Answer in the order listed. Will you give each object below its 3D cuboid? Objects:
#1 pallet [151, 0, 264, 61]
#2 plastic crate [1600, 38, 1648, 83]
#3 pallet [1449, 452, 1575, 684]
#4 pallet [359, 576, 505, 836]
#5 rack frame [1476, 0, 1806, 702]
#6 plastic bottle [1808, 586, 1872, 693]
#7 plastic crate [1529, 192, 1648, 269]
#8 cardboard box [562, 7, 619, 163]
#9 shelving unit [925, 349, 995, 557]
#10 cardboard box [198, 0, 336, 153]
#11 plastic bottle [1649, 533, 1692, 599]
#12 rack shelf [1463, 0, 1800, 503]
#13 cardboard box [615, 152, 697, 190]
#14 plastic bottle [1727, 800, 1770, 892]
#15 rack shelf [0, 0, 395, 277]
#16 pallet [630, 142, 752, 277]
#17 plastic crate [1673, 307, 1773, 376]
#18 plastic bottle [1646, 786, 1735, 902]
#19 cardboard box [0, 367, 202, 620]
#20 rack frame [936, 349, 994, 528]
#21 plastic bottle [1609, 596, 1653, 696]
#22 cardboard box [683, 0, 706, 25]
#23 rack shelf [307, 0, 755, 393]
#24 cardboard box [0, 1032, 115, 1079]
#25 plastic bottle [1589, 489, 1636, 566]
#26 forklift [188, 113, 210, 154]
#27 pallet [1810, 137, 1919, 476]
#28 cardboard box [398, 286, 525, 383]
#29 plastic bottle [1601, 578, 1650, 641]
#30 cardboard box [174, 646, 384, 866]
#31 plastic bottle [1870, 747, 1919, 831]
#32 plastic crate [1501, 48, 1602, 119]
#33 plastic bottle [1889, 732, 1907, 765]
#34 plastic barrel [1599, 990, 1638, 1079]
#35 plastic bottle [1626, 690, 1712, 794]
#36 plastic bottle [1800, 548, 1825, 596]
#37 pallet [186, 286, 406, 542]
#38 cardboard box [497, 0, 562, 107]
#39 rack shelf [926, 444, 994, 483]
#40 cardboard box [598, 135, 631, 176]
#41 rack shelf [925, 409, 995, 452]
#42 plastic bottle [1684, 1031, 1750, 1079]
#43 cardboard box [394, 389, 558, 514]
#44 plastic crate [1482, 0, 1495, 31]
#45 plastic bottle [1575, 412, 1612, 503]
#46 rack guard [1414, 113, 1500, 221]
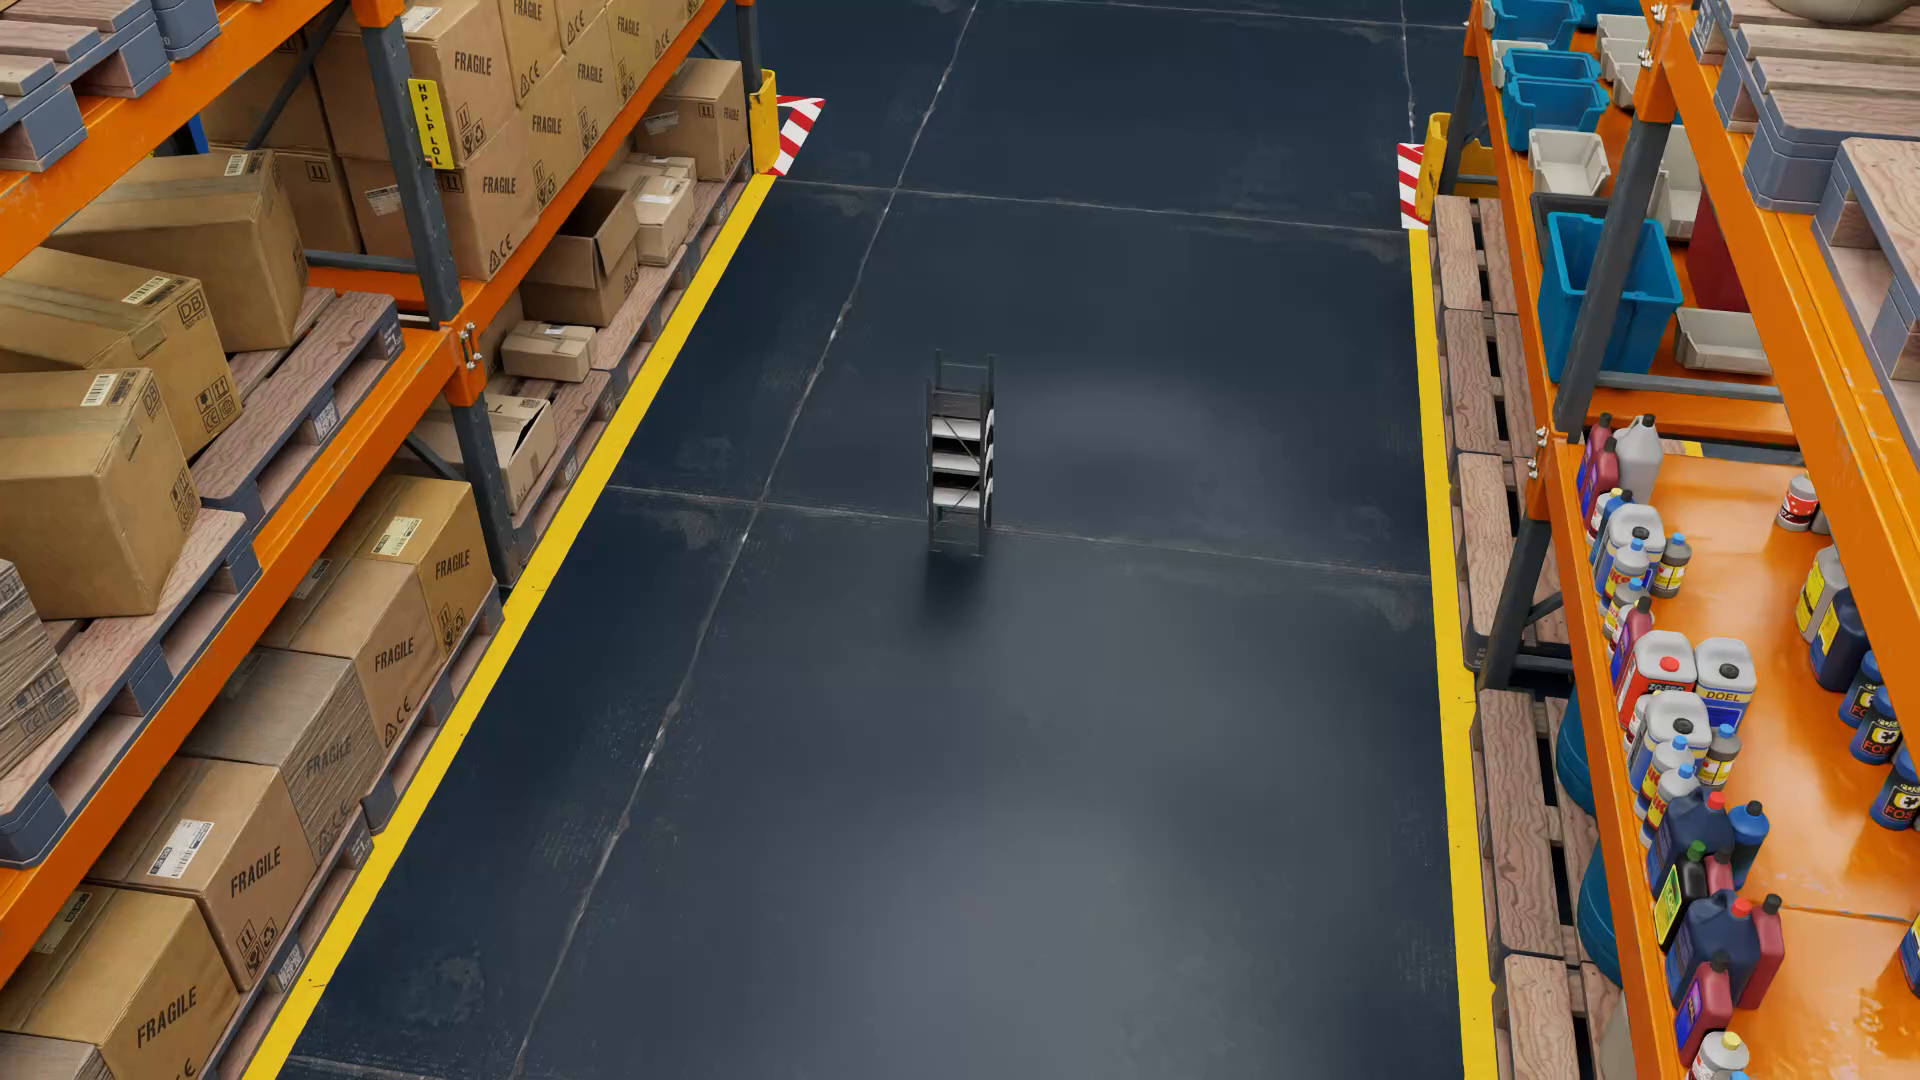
[{"bbox_3d":[-2.545,-1.719,4.769,1.213,0.211,1.003,6,40,8],"label":"pallet"},{"bbox_3d":[3.180,-2.209,7.727,0.396,0.136,0.243,6,40,8],"label":"plastic crate"},{"bbox_3d":[2.604,0.120,6.939,1.003,0.211,1.213,6,40,8],"label":"pallet"},{"bbox_3d":[-2.467,0.552,6.417,1.003,0.211,1.213,6,40,8],"label":"pallet"},{"bbox_3d":[2.515,-0.489,5.487,1.000,3.000,0.127,6,40,8],"label":"rack frame"},{"bbox_3d":[2.504,0.243,4.641,0.144,0.351,0.185,6,40,8],"label":"plastic bottle"},{"bbox_3d":[2.444,-1.138,6.441,0.437,0.125,0.590,6,40,8],"label":"plastic crate"},{"bbox_3d":[-1.832,-2.001,7.238,0.500,0.500,0.500,6,40,7],"label":"cardboard box"},{"bbox_3d":[0.001,-0.352,6.969,0.258,0.900,0.210,6,40,8],"label":"shelving unit"},{"bbox_3d":[-2.531,-1.807,6.219,0.500,0.500,0.500,7,40,8],"label":"cardboard box"},{"bbox_3d":[2.122,0.068,4.970,0.097,0.201,0.097,0,40,0],"label":"plastic bottle"},{"bbox_3d":[2.861,-1.467,7.235,1.077,0.370,4.000,6,40,8],"label":"rack shelf"},{"bbox_3d":[-1.681,-2.013,9.209,0.380,0.166,0.250,6,40,8],"label":"cardboard box"},{"bbox_3d":[1.920,0.744,4.097,0.097,0.271,0.097,0,40,0],"label":"plastic bottle"},{"bbox_3d":[-2.709,-0.661,3.906,1.077,0.370,4.000,6,40,8],"label":"rack shelf"},{"bbox_3d":[-1.821,-1.925,9.413,1.003,0.211,1.213,6,40,8],"label":"pallet"},{"bbox_3d":[2.736,-0.687,5.886,0.396,0.136,0.243,6,40,8],"label":"plastic crate"},{"bbox_3d":[1.794,0.727,4.055,0.144,0.351,0.185,6,40,8],"label":"plastic bottle"},{"bbox_3d":[-2.608,-0.122,4.636,0.700,0.500,0.500,-3,40,-4],"label":"cardboard box"},{"bbox_3d":[0.019,-0.416,7.047,0.240,0.900,0.006,6,40,8],"label":"rack frame"},{"bbox_3d":[1.877,0.297,4.629,0.061,0.283,0.133,6,40,8],"label":"plastic bottle"},{"bbox_3d":[-1.567,-2.949,8.385,0.500,0.500,0.500,7,40,8],"label":"cardboard box"},{"bbox_3d":[-2.017,-2.015,7.898,1.077,0.370,4.000,6,40,8],"label":"rack shelf"},{"bbox_3d":[-2.610,1.683,4.476,0.500,0.500,0.500,5,40,6],"label":"cardboard box"},{"bbox_3d":[1.989,-0.037,5.042,0.097,0.271,0.097,0,40,0],"label":"plastic bottle"},{"bbox_3d":[-4.887,-2.287,7.716,1.130,2.935,3.031,30,48,31],"label":"forklift"},{"bbox_3d":[2.282,-0.357,3.122,1.003,0.211,1.213,6,40,8],"label":"pallet"},{"bbox_3d":[-2.414,-1.030,7.907,0.500,0.311,0.500,6,40,8],"label":"cardboard box"},{"bbox_3d":[1.932,0.197,4.814,0.097,0.201,0.097,0,40,0],"label":"plastic bottle"},{"bbox_3d":[-2.347,0.722,5.640,0.500,0.500,0.500,7,40,8],"label":"cardboard box"},{"bbox_3d":[2.425,0.617,4.250,0.097,0.271,0.097,0,40,0],"label":"plastic bottle"},{"bbox_3d":[2.612,-2.013,7.415,0.416,0.233,0.300,6,40,8],"label":"plastic crate"},{"bbox_3d":[2.591,0.472,4.422,0.152,0.276,0.135,6,40,8],"label":"plastic bottle"},{"bbox_3d":[2.095,1.437,4.781,0.421,0.512,0.421,0,40,0],"label":"plastic barrel"},{"bbox_3d":[1.859,0.534,4.347,0.152,0.276,0.135,6,40,8],"label":"plastic bottle"},{"bbox_3d":[2.576,0.098,4.933,0.097,0.201,0.097,0,40,0],"label":"plastic bottle"},{"bbox_3d":[-2.609,-0.474,5.620,1.003,0.211,1.213,6,40,8],"label":"pallet"},{"bbox_3d":[-1.916,-2.050,6.512,0.500,0.500,0.500,5,40,6],"label":"cardboard box"},{"bbox_3d":[0.001,-0.326,6.991,0.258,0.077,0.200,6,40,8],"label":"rack shelf"},{"bbox_3d":[-2.131,-2.034,9.169,0.500,0.250,0.500,6,40,8],"label":"cardboard box"},{"bbox_3d":[0.001,-0.465,6.876,0.258,0.077,0.200,6,40,8],"label":"rack shelf"},{"bbox_3d":[1.668,1.154,3.656,0.097,0.201,0.097,0,40,0],"label":"plastic bottle"},{"bbox_3d":[-2.078,-0.410,7.157,0.500,0.311,0.500,6,40,8],"label":"cardboard box"},{"bbox_3d":[2.703,-2.610,8.212,0.250,0.136,0.298,6,40,8],"label":"plastic crate"},{"bbox_3d":[2.031,-0.261,5.303,0.061,0.283,0.133,6,40,8],"label":"plastic bottle"},{"bbox_3d":[3.198,-2.052,9.340,1.175,0.500,0.348,6,40,8],"label":"rack guard"}]
